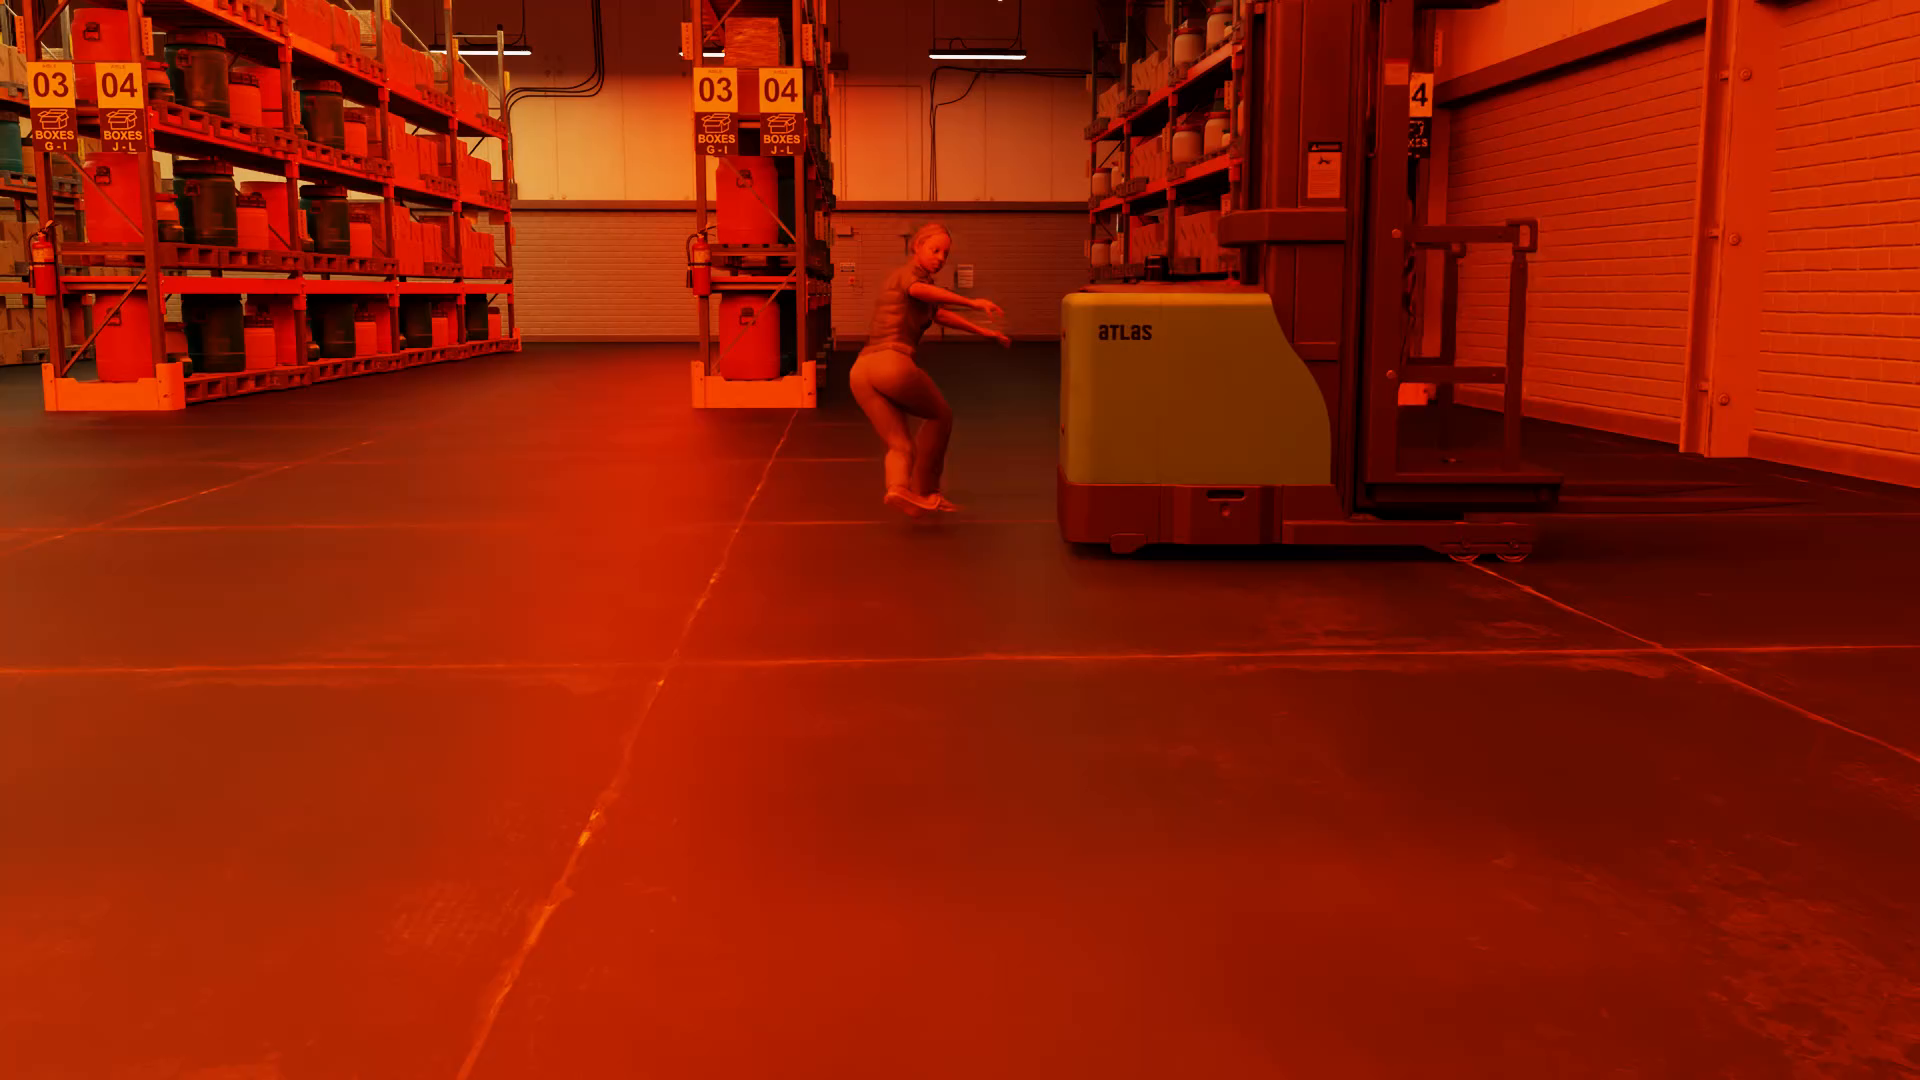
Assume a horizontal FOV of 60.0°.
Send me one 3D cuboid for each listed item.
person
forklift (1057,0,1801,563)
[{"bbox_3d":[-0.043,-0.794,7.989,1.088,1.449,0.814,-8,12,-43],"label":"person"},{"bbox_3d":[1.952,-1.438,7.012,3.031,2.935,1.130,0,8,1],"label":"forklift"}]
